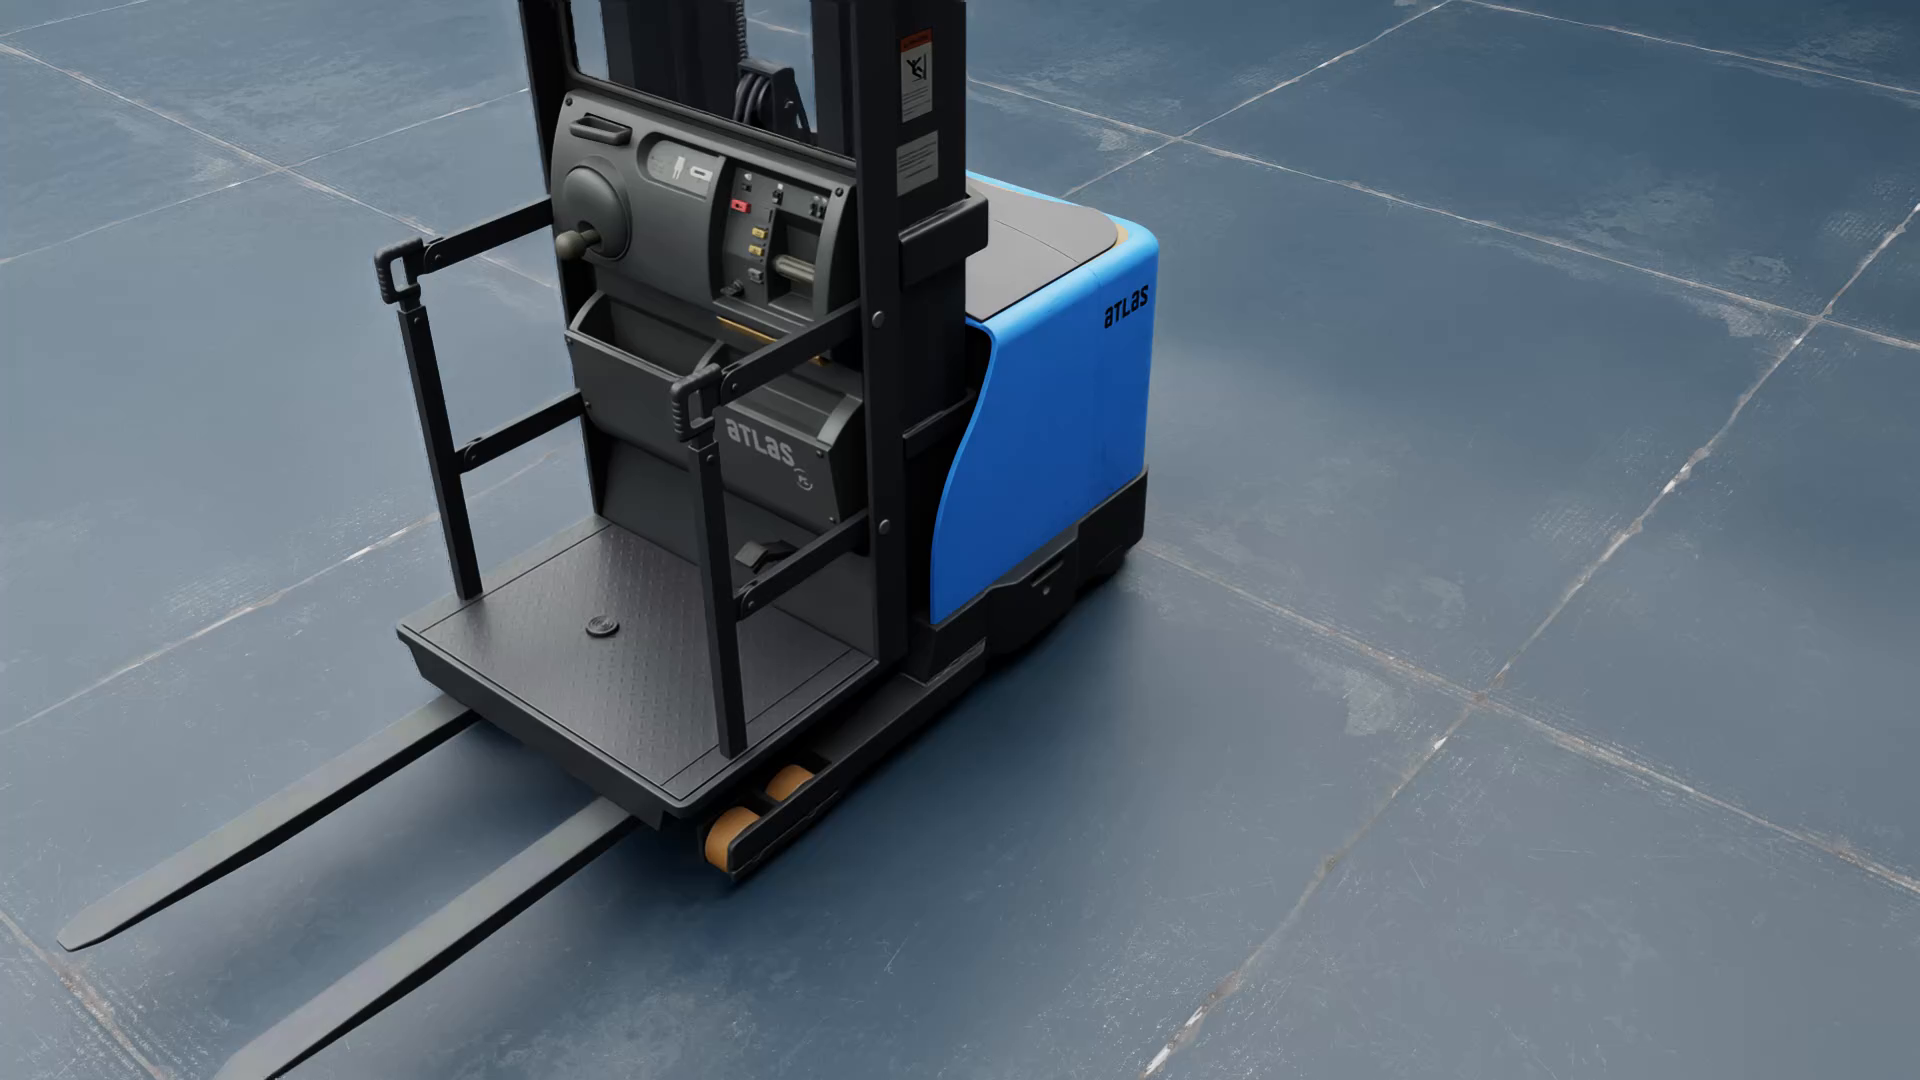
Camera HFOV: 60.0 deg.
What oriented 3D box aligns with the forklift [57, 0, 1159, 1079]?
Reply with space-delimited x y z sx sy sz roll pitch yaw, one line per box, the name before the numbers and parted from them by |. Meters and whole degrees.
forklift | -0.748 -0.709 3.694 1.130 2.935 3.031 25 41 31
